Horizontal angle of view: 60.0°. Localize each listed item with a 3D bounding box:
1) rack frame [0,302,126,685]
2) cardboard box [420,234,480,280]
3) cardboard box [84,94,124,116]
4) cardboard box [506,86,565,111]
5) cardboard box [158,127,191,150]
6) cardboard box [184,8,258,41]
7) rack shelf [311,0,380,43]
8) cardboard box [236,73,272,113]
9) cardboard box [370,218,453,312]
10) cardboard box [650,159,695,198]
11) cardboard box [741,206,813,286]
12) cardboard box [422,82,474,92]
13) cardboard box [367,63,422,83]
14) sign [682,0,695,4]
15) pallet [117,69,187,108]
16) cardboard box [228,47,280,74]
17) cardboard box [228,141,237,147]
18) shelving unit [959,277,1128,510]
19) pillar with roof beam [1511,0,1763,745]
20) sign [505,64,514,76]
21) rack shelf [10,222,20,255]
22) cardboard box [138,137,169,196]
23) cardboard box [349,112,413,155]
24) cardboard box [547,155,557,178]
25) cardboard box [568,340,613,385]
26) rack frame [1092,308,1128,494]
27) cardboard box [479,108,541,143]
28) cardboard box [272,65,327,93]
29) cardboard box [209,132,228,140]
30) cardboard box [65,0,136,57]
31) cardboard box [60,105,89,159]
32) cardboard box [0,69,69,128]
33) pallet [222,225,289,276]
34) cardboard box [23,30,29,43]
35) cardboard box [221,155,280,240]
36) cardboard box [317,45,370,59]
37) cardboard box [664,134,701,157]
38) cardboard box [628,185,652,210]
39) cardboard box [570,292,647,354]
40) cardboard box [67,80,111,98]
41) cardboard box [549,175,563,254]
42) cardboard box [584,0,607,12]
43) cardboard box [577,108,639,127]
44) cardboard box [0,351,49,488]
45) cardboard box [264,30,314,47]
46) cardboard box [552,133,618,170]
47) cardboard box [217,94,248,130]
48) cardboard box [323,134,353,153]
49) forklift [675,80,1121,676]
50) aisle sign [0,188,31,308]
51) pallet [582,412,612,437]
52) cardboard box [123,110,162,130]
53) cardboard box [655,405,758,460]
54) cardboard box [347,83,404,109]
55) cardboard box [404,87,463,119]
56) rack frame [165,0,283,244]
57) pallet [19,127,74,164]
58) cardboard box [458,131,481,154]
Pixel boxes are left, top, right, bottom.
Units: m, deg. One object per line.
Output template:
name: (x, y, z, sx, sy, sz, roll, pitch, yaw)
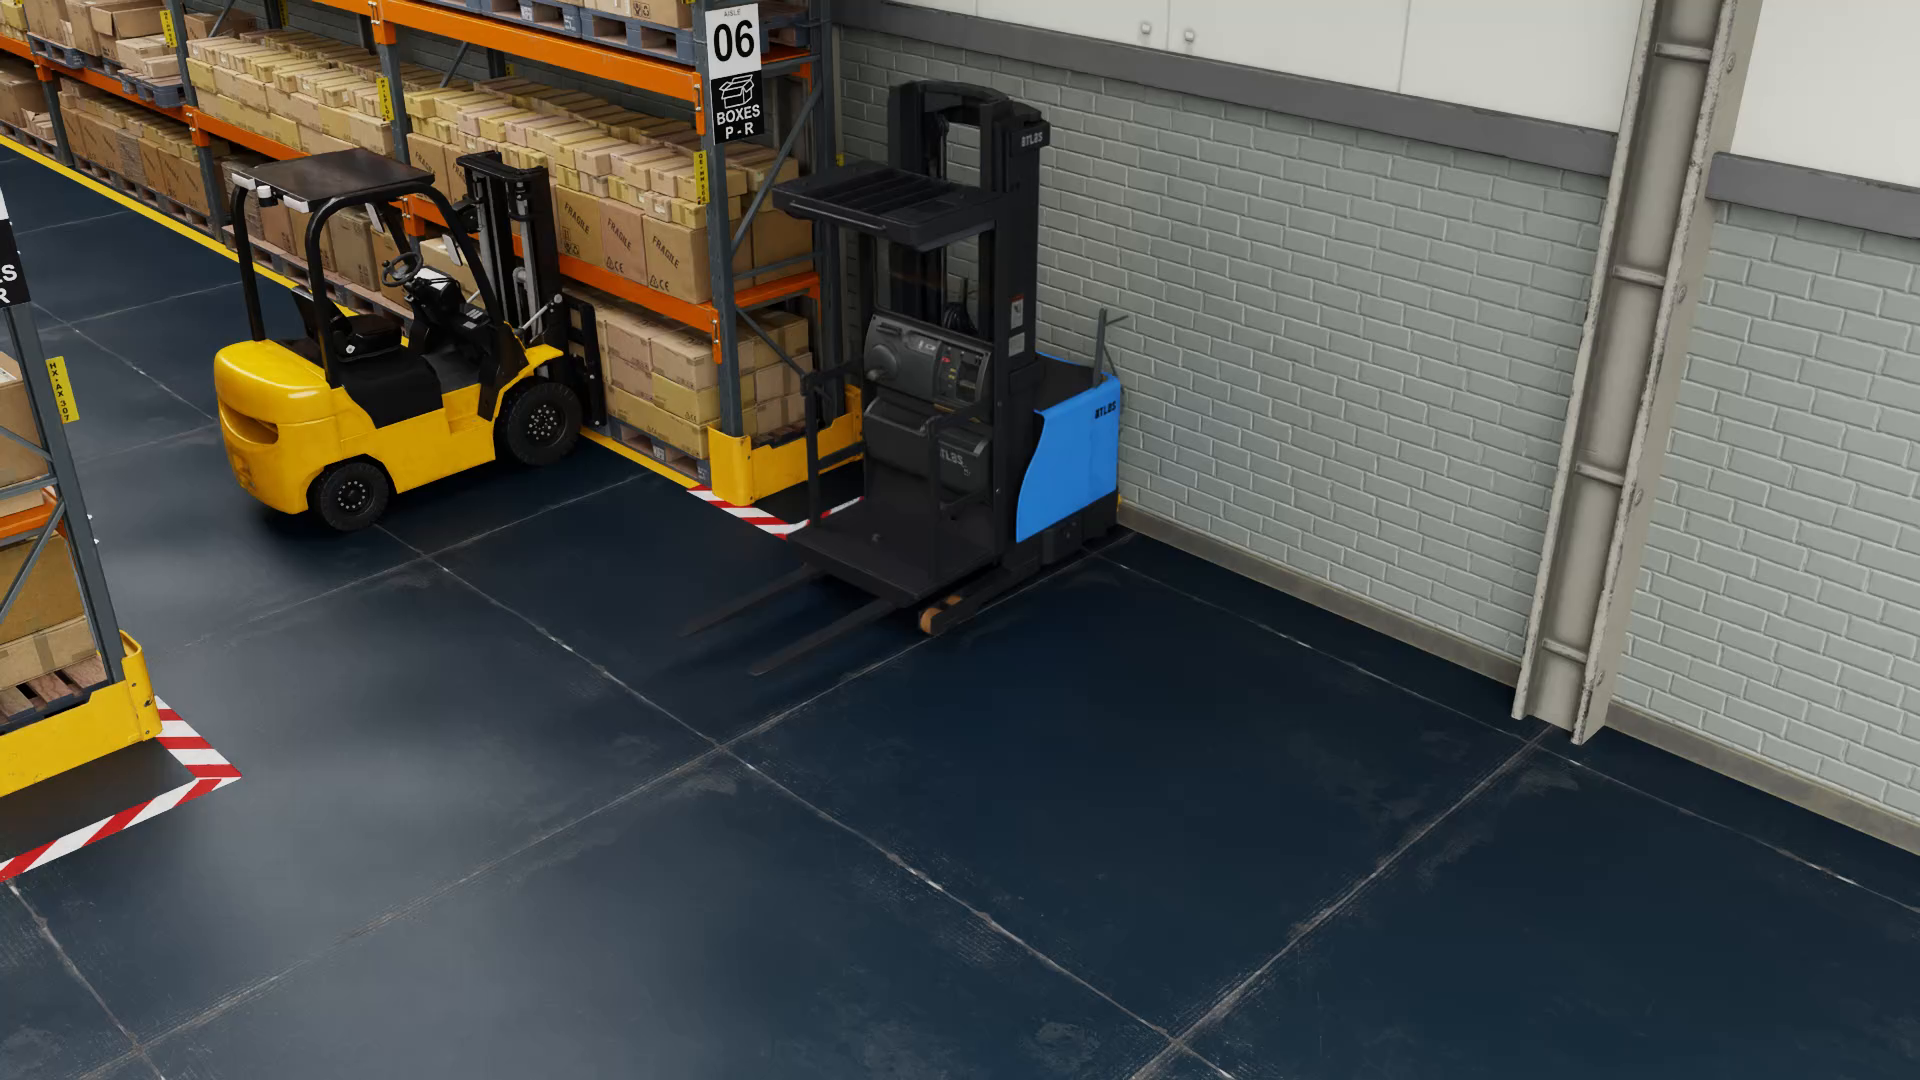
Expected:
rack frame: (-4.681, -0.150, 7.806, 0.127, 3.000, 1.000, 25, 36, 38)
cardboard box: (-3.931, -2.253, 13.235, 0.500, 0.250, 0.500, 24, 36, 38)
cardboard box: (-9.249, -4.731, 18.055, 0.250, 0.149, 0.380, 22, 35, 36)
cardboard box: (-3.269, -3.386, 12.835, 0.250, 0.149, 0.380, 24, 36, 38)
cardboard box: (-7.812, -4.032, 16.726, 0.250, 0.149, 0.380, 23, 36, 37)
cardboard box: (-7.166, -4.859, 16.203, 0.500, 0.500, 0.500, -23, 36, -37)
rack shelf: (-5.483, -4.766, 14.134, 4.000, 0.370, 1.077, 25, 36, 38)
cardboard box: (-6.047, -3.998, 14.747, 0.500, 0.250, 0.500, 24, 36, 37)
cardboard box: (-4.436, -2.405, 14.195, 0.875, 0.625, 0.625, -23, 36, -37)
cardboard box: (-1.805, -2.379, 10.921, 0.250, 0.149, 0.380, 25, 36, 38)
cardboard box: (-1.363, -2.097, 11.401, 0.500, 0.500, 0.500, -24, 36, -38)
cardboard box: (-4.157, -3.621, 13.603, 0.250, 0.149, 0.380, 24, 36, 37)
cardboard box: (-4.845, -3.974, 14.274, 0.250, 0.149, 0.380, 25, 36, 38)
sign: (-1.594, -3.308, 9.722, 0.005, 0.325, 0.100, 25, 36, 38)
pallet: (-7.441, -4.522, 16.327, 1.003, 0.211, 1.213, 25, 36, 38)
cardboard box: (-6.300, -4.296, 14.885, 0.380, 0.149, 0.250, -25, 37, -39)
cardboard box: (-7.349, -3.886, 17.145, 0.500, 0.500, 0.500, 25, 37, 39)
shelving unit: (0.524, -0.907, 10.770, 1.083, 1.500, 0.587, 18, 27, 30)
pillar with roof beam: (0.191, -1.594, 4.106, 0.400, 9.000, 9.100, 25, 36, 38)
sign: (-3.668, -3.707, 13.555, 0.005, 0.325, 0.100, 25, 36, 38)
rack shelf: (-6.108, -1.812, 8.517, 4.000, 0.370, 1.077, 25, 36, 38)
cardboard box: (-8.086, -3.892, 17.157, 0.500, 0.500, 0.500, -23, 36, -37)
cardboard box: (-4.586, -3.334, 13.485, 0.500, 0.250, 0.500, 24, 36, 37)
cardboard box: (-2.694, -2.672, 11.798, 0.250, 0.149, 0.380, 24, 36, 38)
cardboard box: (-2.503, -1.373, 12.097, 0.500, 0.250, 0.500, 24, 36, 37)
rack frame: (0.950, -0.770, 10.511, 0.032, 1.500, 0.500, 18, 27, 30)
cardboard box: (-3.284, -3.035, 12.169, 0.250, 0.149, 0.380, 24, 36, 38)
cardboard box: (-5.631, -3.941, 14.211, 0.250, 0.149, 0.380, 23, 36, 37)
cardboard box: (-7.466, -4.200, 17.045, 0.380, 0.149, 0.250, -25, 37, -39)
cardboard box: (-8.644, -5.287, 17.017, 0.500, 0.500, 0.700, 24, 36, 38)
cardboard box: (-9.574, -4.561, 18.430, 0.500, 0.500, 0.500, -23, 36, -37)
cardboard box: (-10.921, -5.237, 19.715, 0.500, 0.500, 0.700, 23, 35, 37)
pallet: (-6.349, -2.893, 16.019, 1.213, 0.211, 1.003, 25, 36, 38)
cardboard box: (-10.165, -5.623, 18.485, 0.380, 0.149, 0.250, -25, 36, -38)
cardboard box: (-6.474, -3.336, 15.965, 0.875, 0.625, 0.625, -24, 36, -38)
cardboard box: (-5.536, -4.327, 14.944, 0.250, 0.149, 0.380, 24, 36, 38)
cardboard box: (-1.821, -2.706, 11.543, 0.250, 0.149, 0.380, 25, 37, 39)
cardboard box: (-1.993, -2.329, 11.145, 0.380, 0.149, 0.250, -24, 36, -38)
cardboard box: (-2.486, -1.583, 11.960, 0.500, 0.250, 0.500, -25, 37, -39)
cardboard box: (-9.473, -4.938, 18.130, 0.250, 0.149, 0.380, 23, 35, 36)
cardboard box: (-2.834, -2.416, 12.008, 0.500, 0.500, 0.500, 25, 37, 39)
cardboard box: (-2.189, -3.549, 10.633, 0.258, 0.266, 0.396, 25, 36, 38)
cardboard box: (-2.568, -3.042, 12.181, 0.380, 0.149, 0.250, -24, 36, -38)
cardboard box: (-4.825, -0.573, 8.183, 0.500, 0.500, 0.500, 24, 36, 38)
cardboard box: (-6.270, -4.653, 15.565, 0.380, 0.149, 0.250, -24, 36, -38)
cardboard box: (-2.588, -2.692, 11.516, 0.380, 0.149, 0.250, -24, 36, -38)
cardboard box: (-6.408, -3.951, 15.196, 0.500, 0.250, 0.500, 24, 36, 37)
cardboard box: (-4.962, -3.277, 13.914, 0.500, 0.250, 0.500, 24, 36, 38)
forklift: (-0.335, -1.004, 9.504, 1.130, 2.935, 3.031, 23, 35, 36)
aisle sign: (-4.420, -1.384, 7.358, 0.004, 0.787, 0.394, 25, 36, 38)
pallet: (-2.645, -1.198, 12.795, 1.213, 0.211, 1.003, 25, 36, 38)
cardboard box: (-8.504, -4.392, 17.410, 0.250, 0.149, 0.380, 25, 37, 39)
cardboard box: (-1.761, -0.816, 11.576, 0.500, 0.250, 0.500, 25, 37, 39)
cardboard box: (-4.790, -3.649, 13.655, 0.250, 0.149, 0.380, 25, 36, 38)
cardboard box: (-4.037, -3.365, 12.795, 0.380, 0.149, 0.250, -24, 36, -38)
rack frame: (-6.909, -4.409, 15.906, 0.127, 3.000, 1.000, 25, 36, 38)
pallet: (-10.250, -4.704, 19.464, 1.213, 0.211, 1.003, 25, 36, 38)
cardboard box: (-3.499, -2.979, 12.382, 0.380, 0.149, 0.250, -24, 36, -38)
